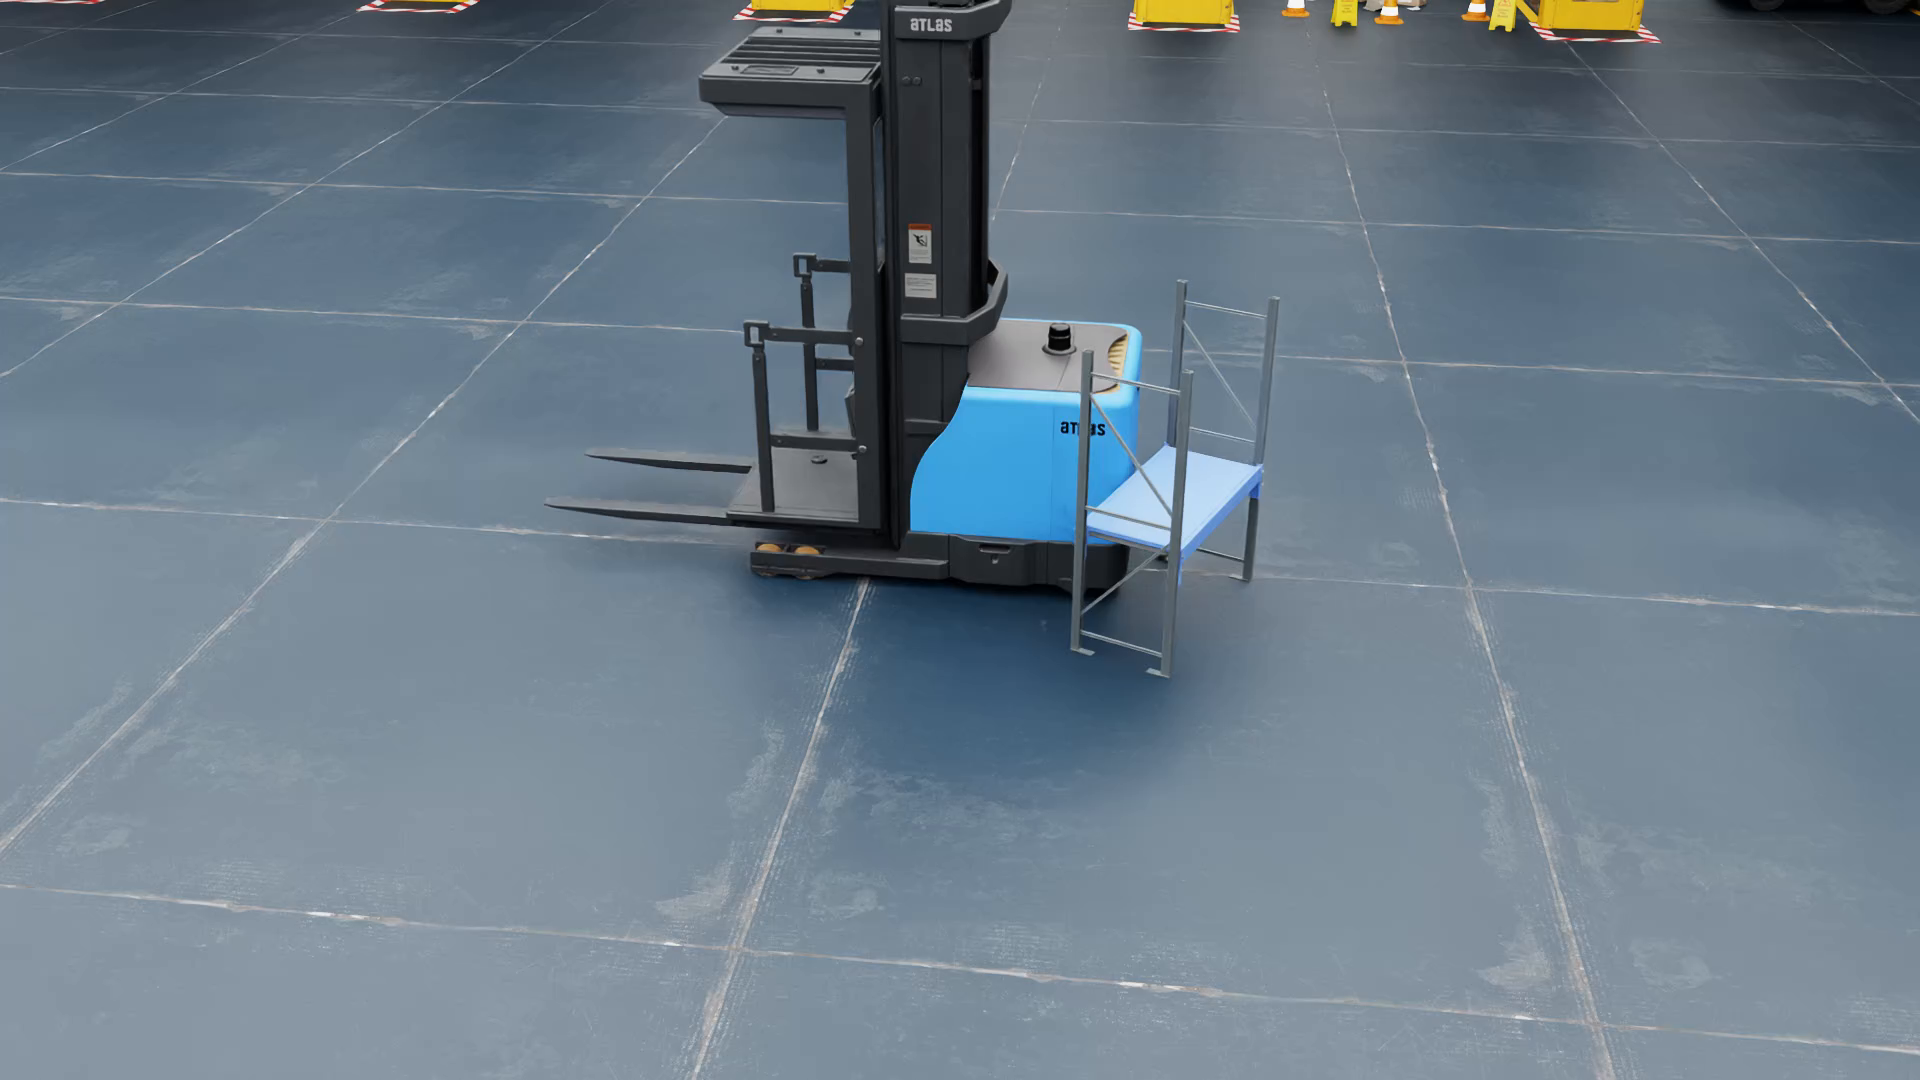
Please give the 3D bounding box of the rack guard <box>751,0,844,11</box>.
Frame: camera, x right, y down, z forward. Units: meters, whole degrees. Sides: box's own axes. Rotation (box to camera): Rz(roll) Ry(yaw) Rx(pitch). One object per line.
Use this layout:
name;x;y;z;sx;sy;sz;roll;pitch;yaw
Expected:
rack guard;-2.102;-7.121;21.440;1.175;0.500;0.348;3;28;6

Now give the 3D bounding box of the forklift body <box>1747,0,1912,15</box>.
forklift body;-2.093;-9.788;24.650;29.396;2.155;5.688;3;28;6

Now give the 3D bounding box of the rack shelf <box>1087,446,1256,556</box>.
rack shelf;0.996;-0.186;7.789;0.459;0.062;0.952;15;32;26

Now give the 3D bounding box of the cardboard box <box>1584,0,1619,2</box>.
cardboard box;8.097;-6.947;20.939;0.507;0.250;0.507;4;29;6

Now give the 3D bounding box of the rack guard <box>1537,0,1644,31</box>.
rack guard;7.733;-6.545;20.371;1.175;0.500;0.348;3;28;6

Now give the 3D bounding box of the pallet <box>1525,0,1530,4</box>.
pallet;8.020;-7.371;22.209;1.003;0.211;1.213;3;28;6

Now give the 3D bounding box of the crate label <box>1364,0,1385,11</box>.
crate label;5.388;-6.905;21.422;0.250;0.136;0.298;-11;30;-20

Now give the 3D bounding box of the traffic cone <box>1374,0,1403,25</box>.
traffic cone;5.353;-6.674;20.651;0.336;0.463;0.334;3;28;6

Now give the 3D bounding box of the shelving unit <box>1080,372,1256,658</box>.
shelving unit;0.988;-0.293;7.711;0.475;1.308;0.991;15;32;26

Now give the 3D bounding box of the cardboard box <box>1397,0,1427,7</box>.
cardboard box;5.880;-7.088;21.751;0.380;0.149;0.250;20;34;32

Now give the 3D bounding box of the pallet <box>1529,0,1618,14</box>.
pallet;7.868;-6.798;21.146;1.003;0.211;1.213;3;28;6

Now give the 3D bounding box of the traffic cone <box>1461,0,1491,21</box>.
traffic cone;6.496;-6.770;20.828;0.336;0.463;0.334;3;28;6

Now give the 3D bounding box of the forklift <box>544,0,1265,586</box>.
forklift;-2.966;-5.188;14.586;11.167;3.598;16.490;4;29;7

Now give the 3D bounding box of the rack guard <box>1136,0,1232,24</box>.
rack guard;2.796;-6.738;20.729;1.175;0.500;0.348;3;28;6

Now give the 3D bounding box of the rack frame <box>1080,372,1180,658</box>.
rack frame;0.745;-0.091;7.337;0.475;1.308;0.013;15;32;26
